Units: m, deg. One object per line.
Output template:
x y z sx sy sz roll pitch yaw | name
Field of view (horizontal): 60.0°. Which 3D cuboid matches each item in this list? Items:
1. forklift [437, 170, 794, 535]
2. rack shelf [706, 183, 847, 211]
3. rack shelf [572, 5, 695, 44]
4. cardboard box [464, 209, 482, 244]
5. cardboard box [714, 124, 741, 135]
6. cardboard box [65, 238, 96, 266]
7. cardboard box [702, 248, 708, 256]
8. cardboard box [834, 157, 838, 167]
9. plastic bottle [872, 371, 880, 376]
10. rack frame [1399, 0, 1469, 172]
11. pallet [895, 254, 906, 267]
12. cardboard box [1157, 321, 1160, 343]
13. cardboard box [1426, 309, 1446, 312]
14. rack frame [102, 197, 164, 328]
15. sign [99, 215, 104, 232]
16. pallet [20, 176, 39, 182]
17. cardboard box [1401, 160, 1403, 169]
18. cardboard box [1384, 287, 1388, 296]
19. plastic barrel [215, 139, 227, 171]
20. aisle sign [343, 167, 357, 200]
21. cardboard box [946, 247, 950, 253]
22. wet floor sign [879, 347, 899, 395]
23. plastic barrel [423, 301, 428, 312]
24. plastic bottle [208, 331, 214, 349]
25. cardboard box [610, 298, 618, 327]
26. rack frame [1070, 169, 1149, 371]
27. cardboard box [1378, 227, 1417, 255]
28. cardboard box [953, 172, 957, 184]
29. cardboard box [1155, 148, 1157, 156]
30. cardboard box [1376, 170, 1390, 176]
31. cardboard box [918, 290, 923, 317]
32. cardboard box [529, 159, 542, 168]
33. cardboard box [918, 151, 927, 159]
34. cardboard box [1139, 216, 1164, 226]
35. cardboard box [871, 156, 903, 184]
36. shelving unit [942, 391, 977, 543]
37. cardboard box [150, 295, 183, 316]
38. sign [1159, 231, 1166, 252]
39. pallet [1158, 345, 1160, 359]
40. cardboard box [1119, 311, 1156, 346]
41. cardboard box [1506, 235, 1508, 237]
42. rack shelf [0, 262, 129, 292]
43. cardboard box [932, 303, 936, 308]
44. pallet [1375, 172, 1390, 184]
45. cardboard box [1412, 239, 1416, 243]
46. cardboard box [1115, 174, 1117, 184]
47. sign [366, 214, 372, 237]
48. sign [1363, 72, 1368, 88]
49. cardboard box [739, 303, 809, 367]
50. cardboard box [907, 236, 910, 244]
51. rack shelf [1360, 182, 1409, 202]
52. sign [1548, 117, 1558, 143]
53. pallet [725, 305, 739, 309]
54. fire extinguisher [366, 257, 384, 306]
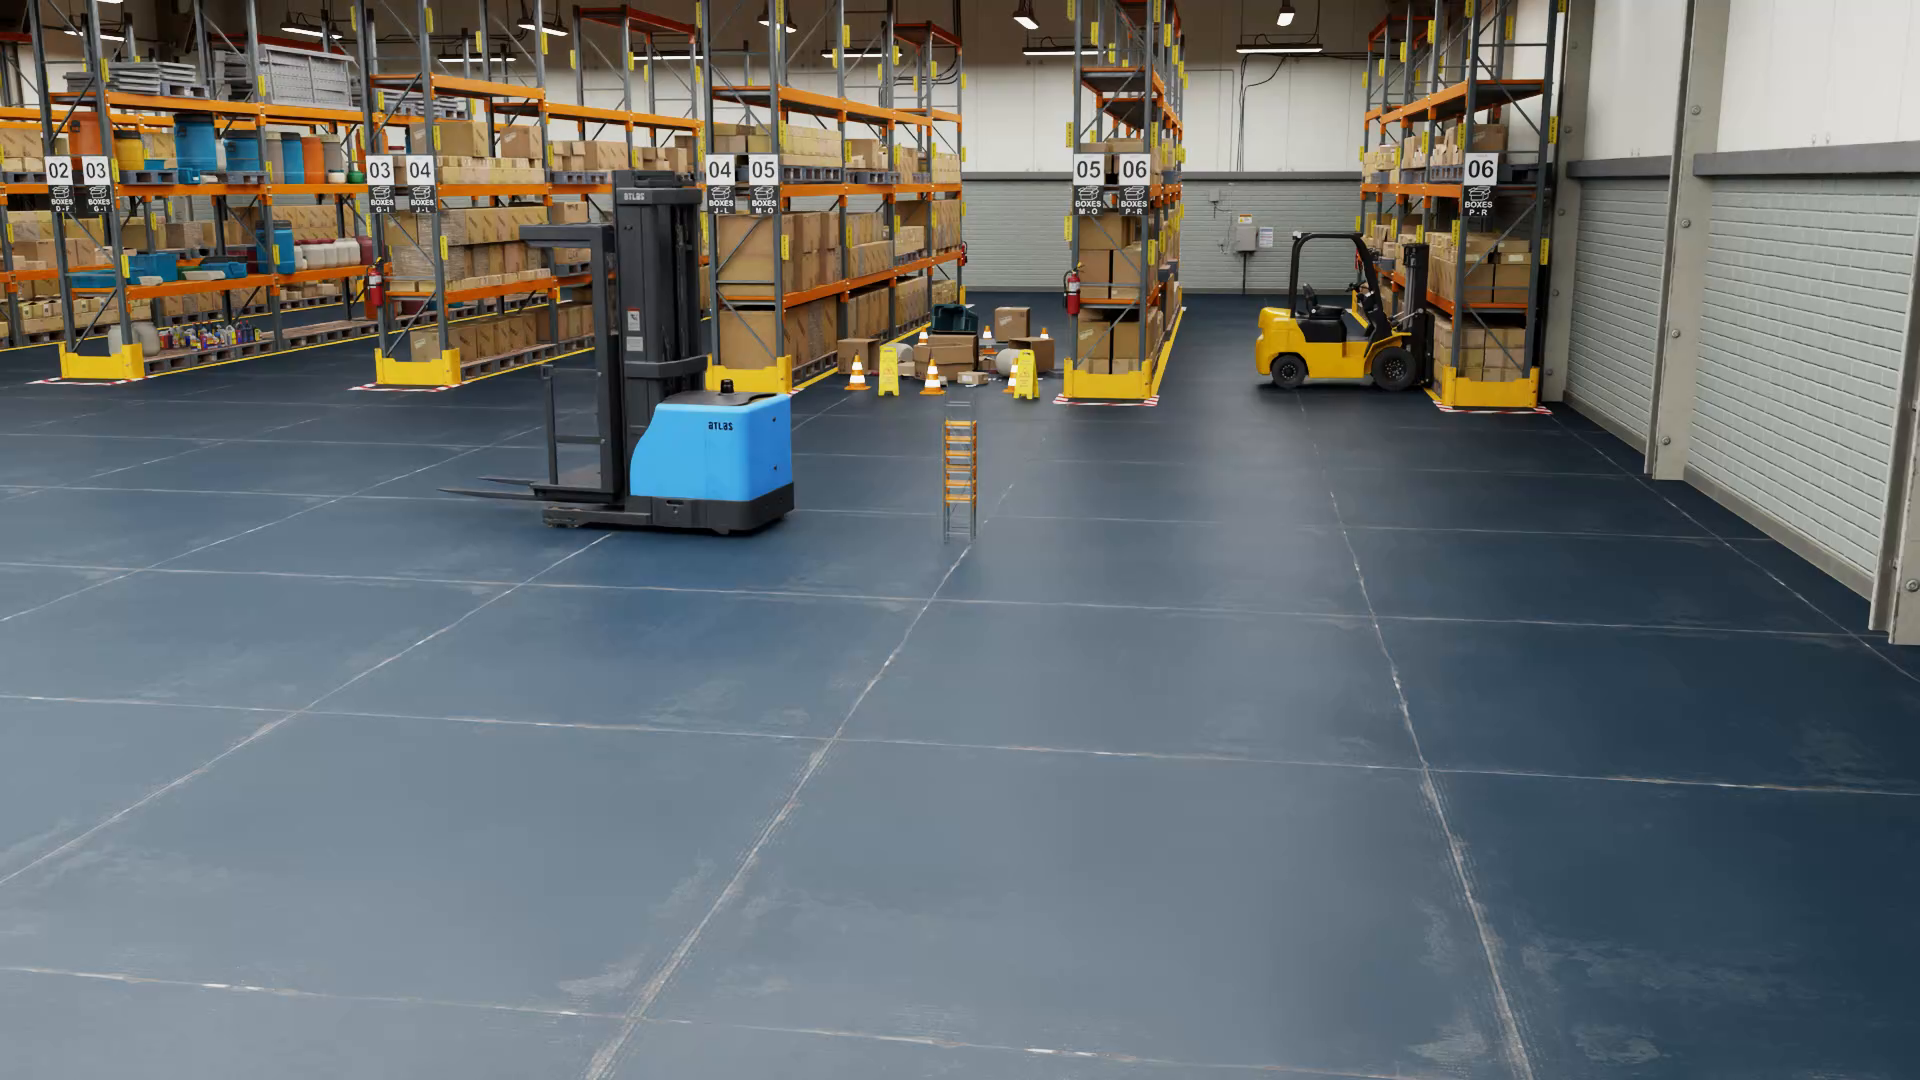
-3.011 -1.632 14.107 3.031 2.935 1.130 4 13 16 | forklift
-2.616 -5.061 24.444 1.077 0.370 4.000 2 12 9 | rack shelf
-6.271 -9.999 32.348 1.077 0.370 4.000 2 12 9 | rack shelf
-7.372 -4.604 24.420 0.500 0.500 0.500 2 12 9 | cardboard box
-3.207 -5.598 22.700 0.380 0.149 0.250 2 12 9 | cardboard box
-16.609 -5.398 31.182 0.500 0.500 0.500 1 12 6 | cardboard box
-5.590 -6.137 35.448 0.380 0.149 0.250 2 12 9 | cardboard box
-2.087 -5.821 25.628 0.380 0.149 0.250 2 12 10 | cardboard box
-1.179 -2.505 24.972 0.283 0.061 0.133 -2 12 -11 | plastic bottle
8.118 -7.828 28.458 1.000 3.000 0.127 2 12 9 | rack frame
-1.689 -5.253 31.204 1.213 0.211 1.003 2 12 9 | pallet
2.783 -3.403 27.404 0.950 0.372 0.625 3 12 12 | cardboard box
7.119 -3.322 24.946 0.500 0.250 0.500 2 12 8 | cardboard box
-16.367 -5.699 32.816 1.000 3.000 0.127 2 12 9 | rack frame
-16.905 -6.241 32.774 0.100 0.325 0.005 2 12 9 | sign
-16.552 -6.696 30.770 1.003 0.211 1.213 2 12 11 | pallet
7.765 -6.439 28.453 0.380 0.166 0.250 2 12 9 | cardboard box
8.317 -4.740 31.767 0.380 0.149 0.250 2 12 9 | cardboard box
-12.349 -6.348 27.445 0.421 0.512 0.421 0 12 0 | plastic barrel
-14.823 -8.639 40.289 0.394 0.787 0.004 2 12 9 | aisle sign
-0.419 -6.450 36.897 0.380 0.149 0.250 1 12 6 | cardboard box
-0.972 -2.309 22.674 0.267 0.644 0.232 0 12 -1 | wet floor sign
-11.242 -4.984 34.410 0.421 0.512 0.421 0 12 0 | plastic barrel
-12.049 -3.213 26.713 0.097 0.271 0.097 0 12 0 | plastic bottle
-6.662 -4.230 30.889 0.700 0.500 0.500 1 12 6 | cardboard box
1.983 -3.390 22.105 1.000 3.000 0.127 2 12 9 | rack frame
8.238 -5.618 31.207 0.700 0.500 0.500 2 12 8 | cardboard box
-0.343 -8.044 36.933 0.500 0.250 0.500 2 12 9 | cardboard box
2.621 -5.557 23.744 0.380 0.149 0.250 2 12 9 | cardboard box
8.560 -7.375 33.126 0.500 0.250 0.500 2 12 9 | cardboard box
-1.023 -4.742 33.314 0.500 0.500 0.500 2 12 7 | cardboard box
-6.959 -6.055 26.759 0.380 0.149 0.250 2 12 10 | cardboard box
-0.794 -7.913 34.193 0.380 0.149 0.250 2 12 8 | cardboard box
3.020 -5.026 26.216 0.380 0.149 0.250 2 12 8 | cardboard box
-1.343 -6.821 30.664 0.500 0.500 0.500 2 12 9 | cardboard box
-0.002 -0.584 13.353 0.258 1.200 0.189 2 12 9 | shelving unit
-16.015 -4.777 33.429 0.500 0.500 0.500 2 12 11 | cardboard box
3.135 -4.630 25.804 0.100 0.325 0.005 2 12 9 | sign
2.716 -3.022 27.015 1.003 0.211 1.213 2 12 9 | pallet
2.618 -3.107 24.539 0.500 0.500 0.500 3 12 12 | cardboard box
7.609 -4.284 23.770 0.380 0.149 0.250 2 12 8 | cardboard box
-16.674 -4.931 30.960 1.077 0.370 4.000 2 12 9 | rack shelf
-0.705 -4.905 34.902 0.380 0.149 0.250 1 12 6 | cardboard box
8.407 -6.753 31.036 1.213 0.211 1.003 2 12 9 | pallet
7.357 -4.670 26.265 0.380 0.149 0.250 1 12 7 | cardboard box
2.069 -5.188 23.923 0.380 0.149 0.250 2 12 9 | cardboard box
-8.355 -4.454 23.543 0.100 0.325 0.005 2 12 9 | sign
8.812 -10.007 36.160 0.100 0.325 0.005 2 12 9 | sign
-2.752 -3.023 24.447 0.875 0.875 0.875 2 12 8 | cardboard box
-1.187 -5.841 32.372 0.380 0.149 0.250 2 12 11 | cardboard box
9.041 -7.259 34.645 1.077 0.370 4.000 2 12 9 | rack shelf
7.435 -5.143 20.857 0.100 0.325 0.005 2 12 9 | sign
-5.584 -5.257 37.385 1.003 0.211 1.213 2 12 9 | pallet
-8.282 -3.665 23.562 0.296 0.674 0.183 2 12 9 | fire extinguisher
